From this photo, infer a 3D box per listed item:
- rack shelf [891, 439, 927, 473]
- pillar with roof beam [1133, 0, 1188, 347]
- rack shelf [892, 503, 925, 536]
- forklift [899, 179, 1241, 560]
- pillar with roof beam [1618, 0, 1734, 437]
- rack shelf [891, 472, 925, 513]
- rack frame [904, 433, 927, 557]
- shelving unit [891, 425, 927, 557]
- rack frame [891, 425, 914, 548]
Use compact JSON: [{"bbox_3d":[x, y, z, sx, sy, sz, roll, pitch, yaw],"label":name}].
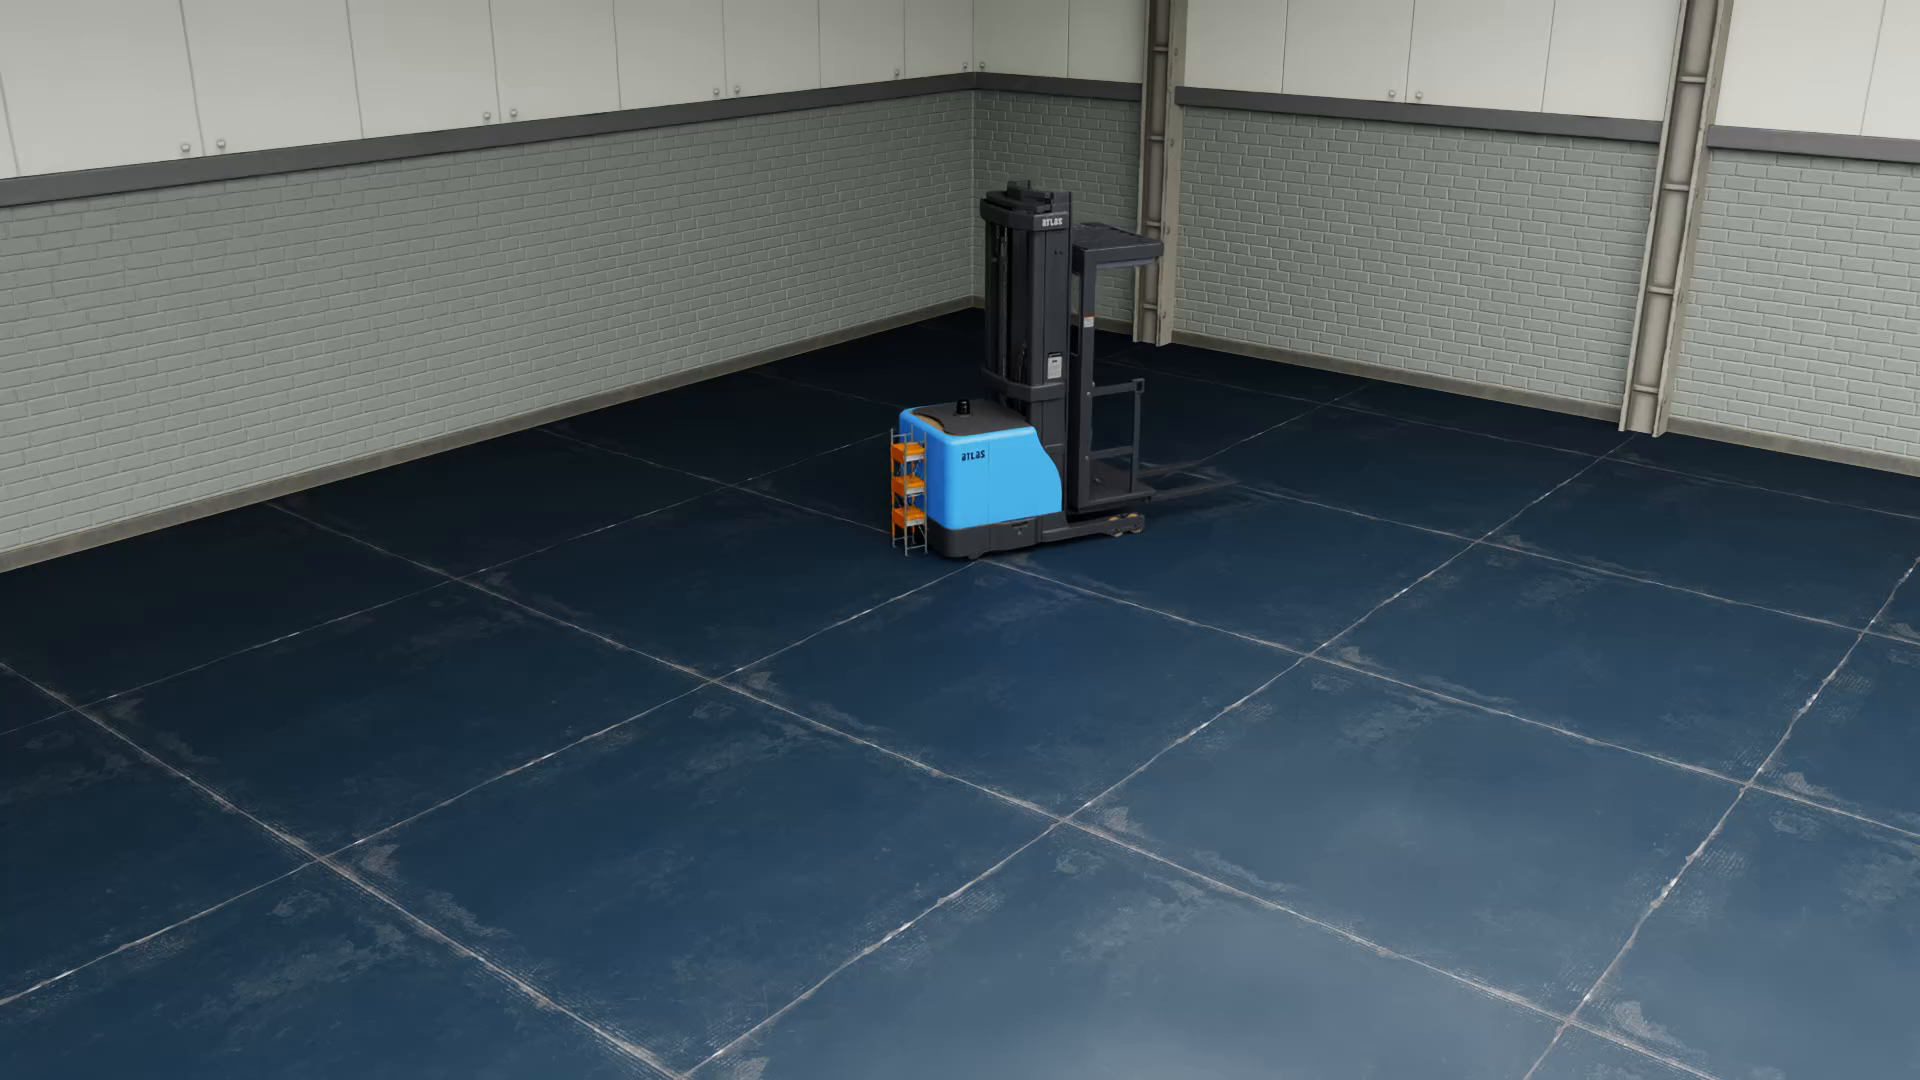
[{"bbox_3d":[-0.421,-0.659,13.656,0.215,0.259,0.240,-10,23,-26],"label":"rack shelf"},{"bbox_3d":[-0.325,-5.503,16.011,0.400,9.000,9.100,16,26,36],"label":"pillar with roof beam"},{"bbox_3d":[-0.421,-0.133,13.854,0.215,0.259,0.240,-10,23,-26],"label":"rack shelf"},{"bbox_3d":[1.024,-1.554,14.137,3.031,2.935,1.130,-10,23,-25],"label":"forklift"},{"bbox_3d":[4.324,-4.165,12.461,0.400,9.000,9.100,16,26,36],"label":"pillar with roof beam"},{"bbox_3d":[-0.421,-0.393,13.756,0.215,0.259,0.240,-10,23,-26],"label":"rack shelf"},{"bbox_3d":[-0.364,-0.365,13.651,0.200,1.050,0.008,-10,23,-26],"label":"rack frame"},{"bbox_3d":[-0.421,-0.403,13.752,0.215,1.050,0.252,-10,23,-26],"label":"shelving unit"},{"bbox_3d":[-0.477,-0.441,13.853,0.200,1.050,0.008,-10,23,-26],"label":"rack frame"}]
